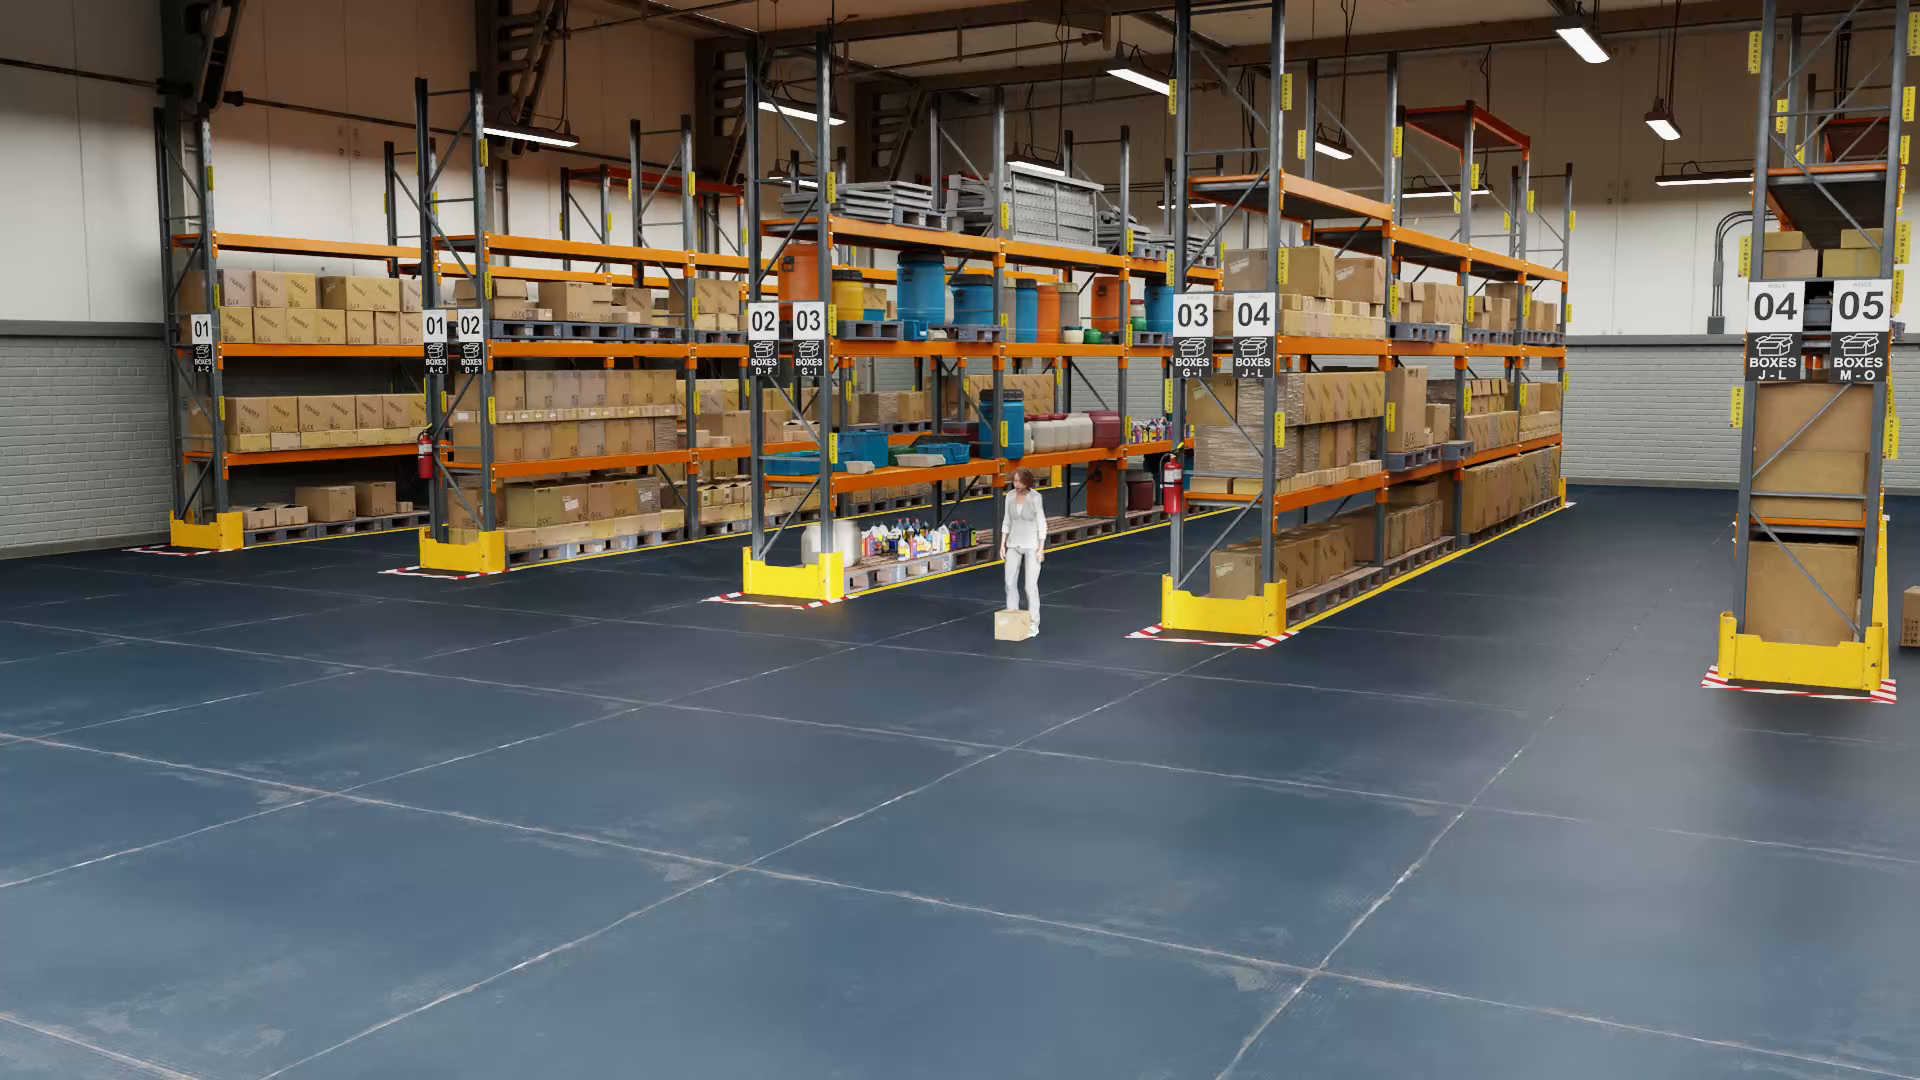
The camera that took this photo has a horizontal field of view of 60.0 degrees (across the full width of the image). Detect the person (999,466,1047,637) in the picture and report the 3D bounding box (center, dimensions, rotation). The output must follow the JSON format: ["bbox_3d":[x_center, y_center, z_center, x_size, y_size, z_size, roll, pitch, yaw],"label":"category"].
[{"bbox_3d":[0.594,0.100,15.637,0.461,1.593,0.343,3,7,29],"label":"person"}]
